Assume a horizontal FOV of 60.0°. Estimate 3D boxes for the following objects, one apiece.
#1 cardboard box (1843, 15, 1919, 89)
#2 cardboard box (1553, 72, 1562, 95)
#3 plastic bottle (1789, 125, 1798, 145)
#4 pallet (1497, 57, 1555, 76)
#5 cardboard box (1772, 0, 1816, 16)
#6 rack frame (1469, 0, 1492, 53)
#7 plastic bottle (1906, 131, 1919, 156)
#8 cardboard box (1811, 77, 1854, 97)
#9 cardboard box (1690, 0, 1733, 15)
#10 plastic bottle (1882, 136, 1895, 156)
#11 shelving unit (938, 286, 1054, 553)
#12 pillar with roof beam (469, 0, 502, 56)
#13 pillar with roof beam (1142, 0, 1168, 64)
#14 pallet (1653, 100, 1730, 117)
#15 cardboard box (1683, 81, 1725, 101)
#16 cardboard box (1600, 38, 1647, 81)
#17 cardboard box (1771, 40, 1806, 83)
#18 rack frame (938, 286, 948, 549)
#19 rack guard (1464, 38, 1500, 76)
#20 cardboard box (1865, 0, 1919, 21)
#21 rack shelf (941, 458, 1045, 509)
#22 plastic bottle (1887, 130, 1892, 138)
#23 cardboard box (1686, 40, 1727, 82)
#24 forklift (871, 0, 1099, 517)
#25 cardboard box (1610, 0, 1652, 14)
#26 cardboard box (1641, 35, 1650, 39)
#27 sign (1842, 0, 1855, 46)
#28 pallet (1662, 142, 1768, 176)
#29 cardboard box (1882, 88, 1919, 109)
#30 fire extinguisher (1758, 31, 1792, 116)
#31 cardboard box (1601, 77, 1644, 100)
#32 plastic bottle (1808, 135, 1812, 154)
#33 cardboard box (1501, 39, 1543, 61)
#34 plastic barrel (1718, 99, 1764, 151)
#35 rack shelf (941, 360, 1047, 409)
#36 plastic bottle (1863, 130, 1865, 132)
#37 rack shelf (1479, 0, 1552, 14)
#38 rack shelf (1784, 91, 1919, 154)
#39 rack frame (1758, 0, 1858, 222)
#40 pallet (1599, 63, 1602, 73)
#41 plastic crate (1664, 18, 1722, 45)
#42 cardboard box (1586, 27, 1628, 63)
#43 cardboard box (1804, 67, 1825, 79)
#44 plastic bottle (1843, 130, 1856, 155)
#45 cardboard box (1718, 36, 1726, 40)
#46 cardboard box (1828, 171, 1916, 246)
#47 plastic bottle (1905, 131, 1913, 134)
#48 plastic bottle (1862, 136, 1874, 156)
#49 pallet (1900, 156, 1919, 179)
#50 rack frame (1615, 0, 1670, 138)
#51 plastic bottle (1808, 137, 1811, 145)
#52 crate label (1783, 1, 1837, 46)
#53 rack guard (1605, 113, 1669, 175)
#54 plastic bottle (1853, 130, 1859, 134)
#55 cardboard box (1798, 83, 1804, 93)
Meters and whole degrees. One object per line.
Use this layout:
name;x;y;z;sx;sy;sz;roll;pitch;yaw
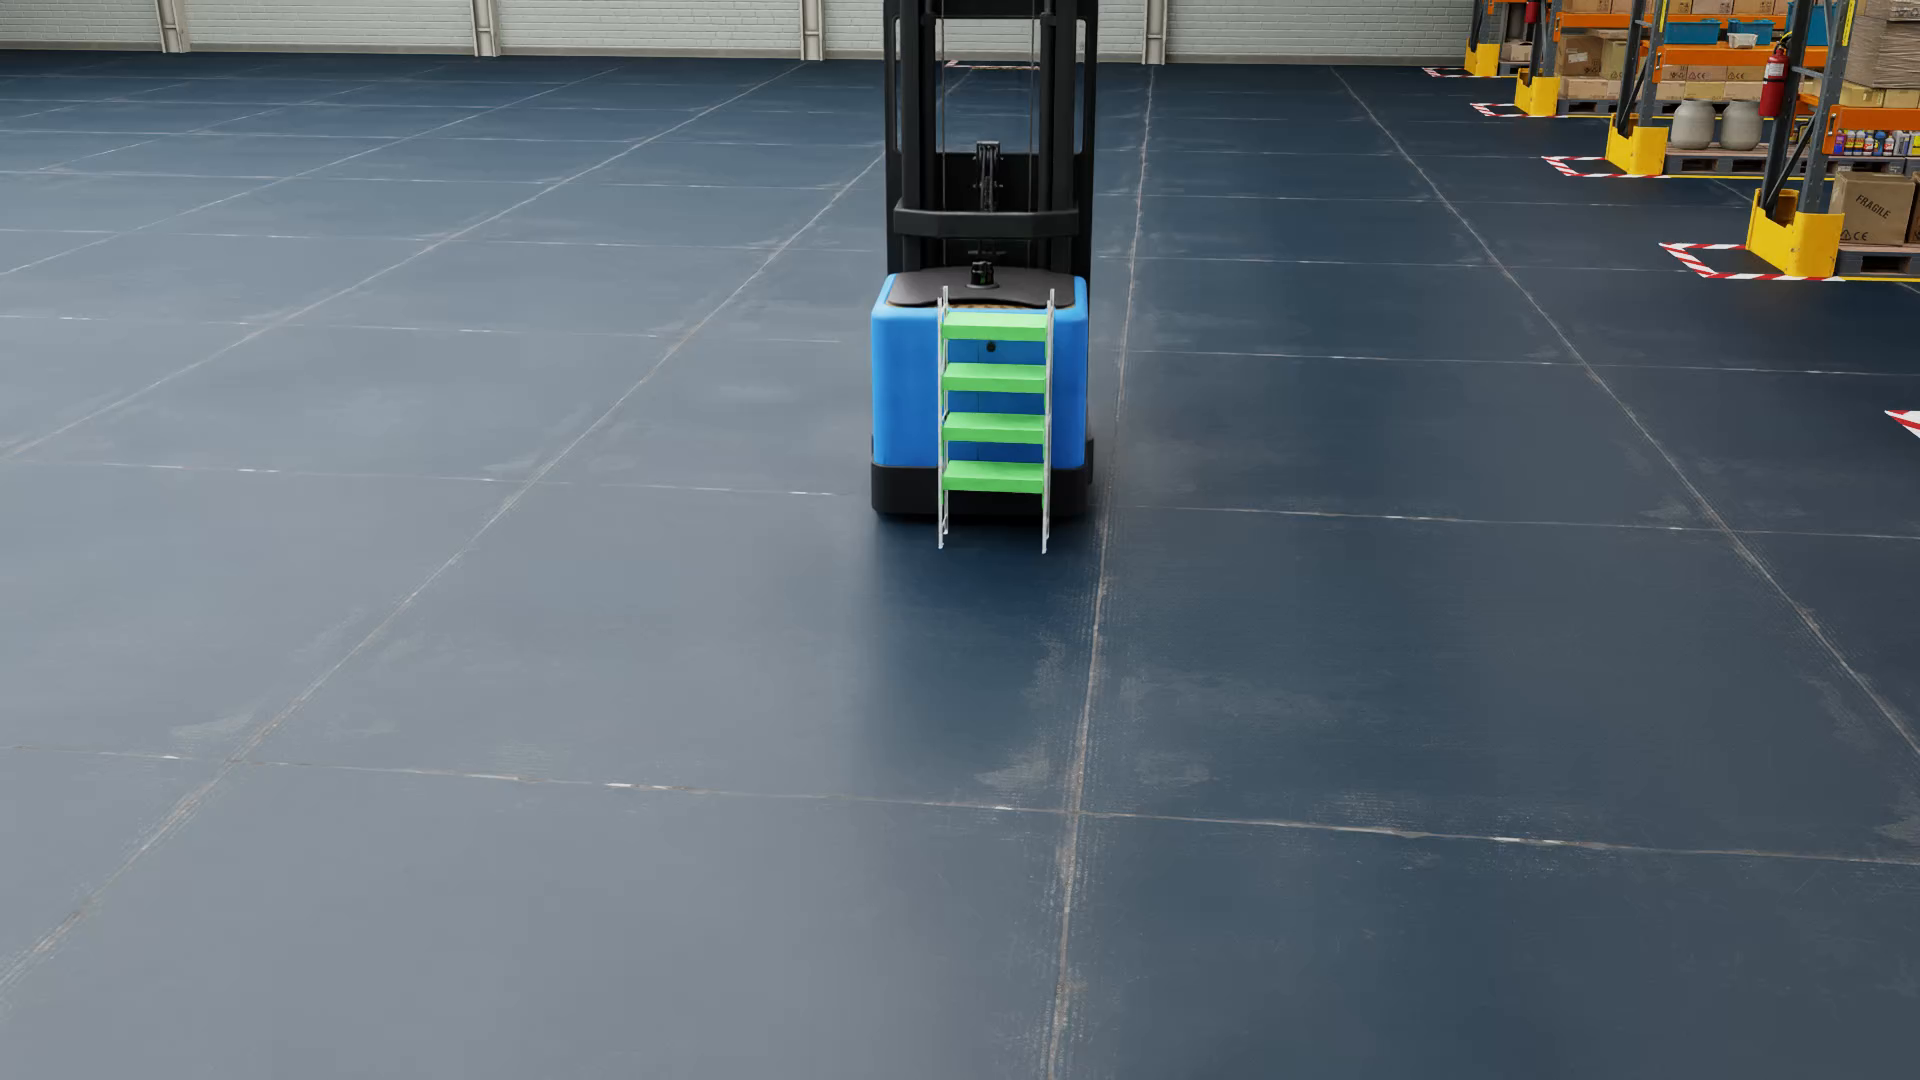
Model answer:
cardboard box;7.314;-3.850;13.059;0.500;0.500;0.875;2;22;6
cardboard box;8.508;-6.317;23.008;0.500;0.250;0.500;2;22;6
plastic bottle;9.230;-4.492;18.429;0.097;0.201;0.097;0;22;0
pallet;9.398;-7.777;27.323;1.213;0.211;1.003;2;22;6
cardboard box;10.947;-7.227;22.004;0.500;0.500;0.700;2;22;6
rack frame;8.520;-9.125;26.941;0.127;3.000;1.000;2;22;6
plastic bottle;10.142;-4.252;17.621;0.185;0.351;0.144;2;22;6
cardboard box;7.079;-3.646;13.423;0.250;0.149;0.380;2;22;6
cardboard box;9.941;-7.272;22.117;0.500;0.500;0.700;3;22;8
plastic bottle;9.860;-4.187;17.657;0.097;0.201;0.097;0;22;0
shelving unit;0.164;-0.551;7.700;0.503;1.200;0.258;2;22;6
pillar with roof beam;-9.065;-11.407;24.554;0.400;9.000;9.100;2;22;6
pillar with roof beam;2.852;-10.888;23.241;0.400;9.000;9.100;2;22;6
pallet;9.913;-5.948;22.697;1.213;0.211;1.003;2;22;6
cardboard box;9.937;-6.063;22.364;0.500;0.250;0.500;2;22;6
cardboard box;8.944;-6.456;22.339;0.500;0.500;0.500;2;22;6
cardboard box;10.932;-6.375;22.133;0.500;0.500;0.500;2;22;6
rack frame;-0.078;-0.560;7.725;0.015;1.200;0.240;2;22;6
rack guard;8.596;-7.959;27.392;0.348;0.500;1.175;2;22;6
cardboard box;7.285;-4.226;12.649;0.500;0.500;0.500;2;22;6
rack shelf;0.164;-0.268;7.812;0.480;0.148;0.258;2;22;6
plastic bottle;10.236;-4.458;18.248;0.097;0.271;0.097;0;22;0
cardboard box;9.936;-6.411;22.225;0.500;0.500;0.500;2;22;6
forklift;0.169;-1.972;8.941;1.130;2.935;3.031;1;22;3
cardboard box;8.925;-7.317;22.231;0.500;0.500;0.700;3;22;8
cardboard box;9.503;-6.629;22.776;0.500;0.500;0.500;2;22;6
sign;6.708;-3.904;12.557;0.005;0.325;0.100;2;22;6
pallet;8.241;-4.188;18.245;1.213;0.211;1.003;2;22;6
cardboard box;7.272;-3.465;12.967;0.250;0.149;0.380;2;22;6
fire extinguisher;6.712;-3.837;13.670;0.183;0.674;0.296;2;22;6
cardboard box;8.944;-6.108;22.478;0.500;0.250;0.500;2;22;6
plastic bottle;9.118;-4.251;17.726;0.097;0.271;0.097;0;22;0
cardboard box;9.197;-8.016;27.195;0.500;0.311;0.500;0;22;0
plastic barrel;8.514;-4.524;18.115;0.421;0.512;0.421;0;22;0
rack shelf;0.164;-0.714;7.636;0.480;0.148;0.258;2;22;6
plastic bottle;9.964;-4.520;18.299;0.185;0.351;0.144;2;22;6
rack shelf;10.506;-8.704;26.854;4.000;0.370;1.077;2;22;6
rack shelf;8.757;-3.278;13.131;4.000;0.370;1.077;2;22;6
rack frame;6.771;-3.699;13.217;0.127;3.000;1.000;2;22;6
pallet;10.606;-7.723;27.188;1.213;0.211;1.003;2;22;6
plastic crate;7.886;-5.526;18.040;0.616;0.251;0.499;2;22;6
cardboard box;10.485;-8.030;26.972;0.500;0.500;0.700;1;22;3
cardboard box;11.489;-6.543;22.558;0.500;0.500;0.500;2;22;6
plastic bottle;9.458;-4.237;17.689;0.097;0.271;0.097;0;22;0
cardboard box;10.496;-6.586;22.667;0.500;0.500;0.500;2;22;6
cardboard box;7.389;-2.699;13.516;0.500;0.500;0.500;7;23;16
plastic bottle;10.128;-4.260;17.730;0.133;0.283;0.061;2;22;6
plastic bottle;9.656;-4.195;17.680;0.097;0.201;0.097;0;22;0
pallet;10.664;-4.082;17.978;1.213;0.211;1.003;2;22;6
rack frame;7.354;-5.508;17.792;0.127;3.000;1.000;2;22;6
plastic bottle;9.477;-4.505;18.362;0.135;0.276;0.152;3;22;7
crate label;9.214;-5.543;17.833;0.616;0.435;0.502;2;22;6
rack guard;7.435;-4.359;18.286;0.348;0.500;1.175;2;22;6
plastic bottle;9.809;-4.413;18.230;0.097;0.201;0.097;0;22;0
cardboard box;10.931;-6.025;22.269;0.500;0.250;0.500;2;22;6
